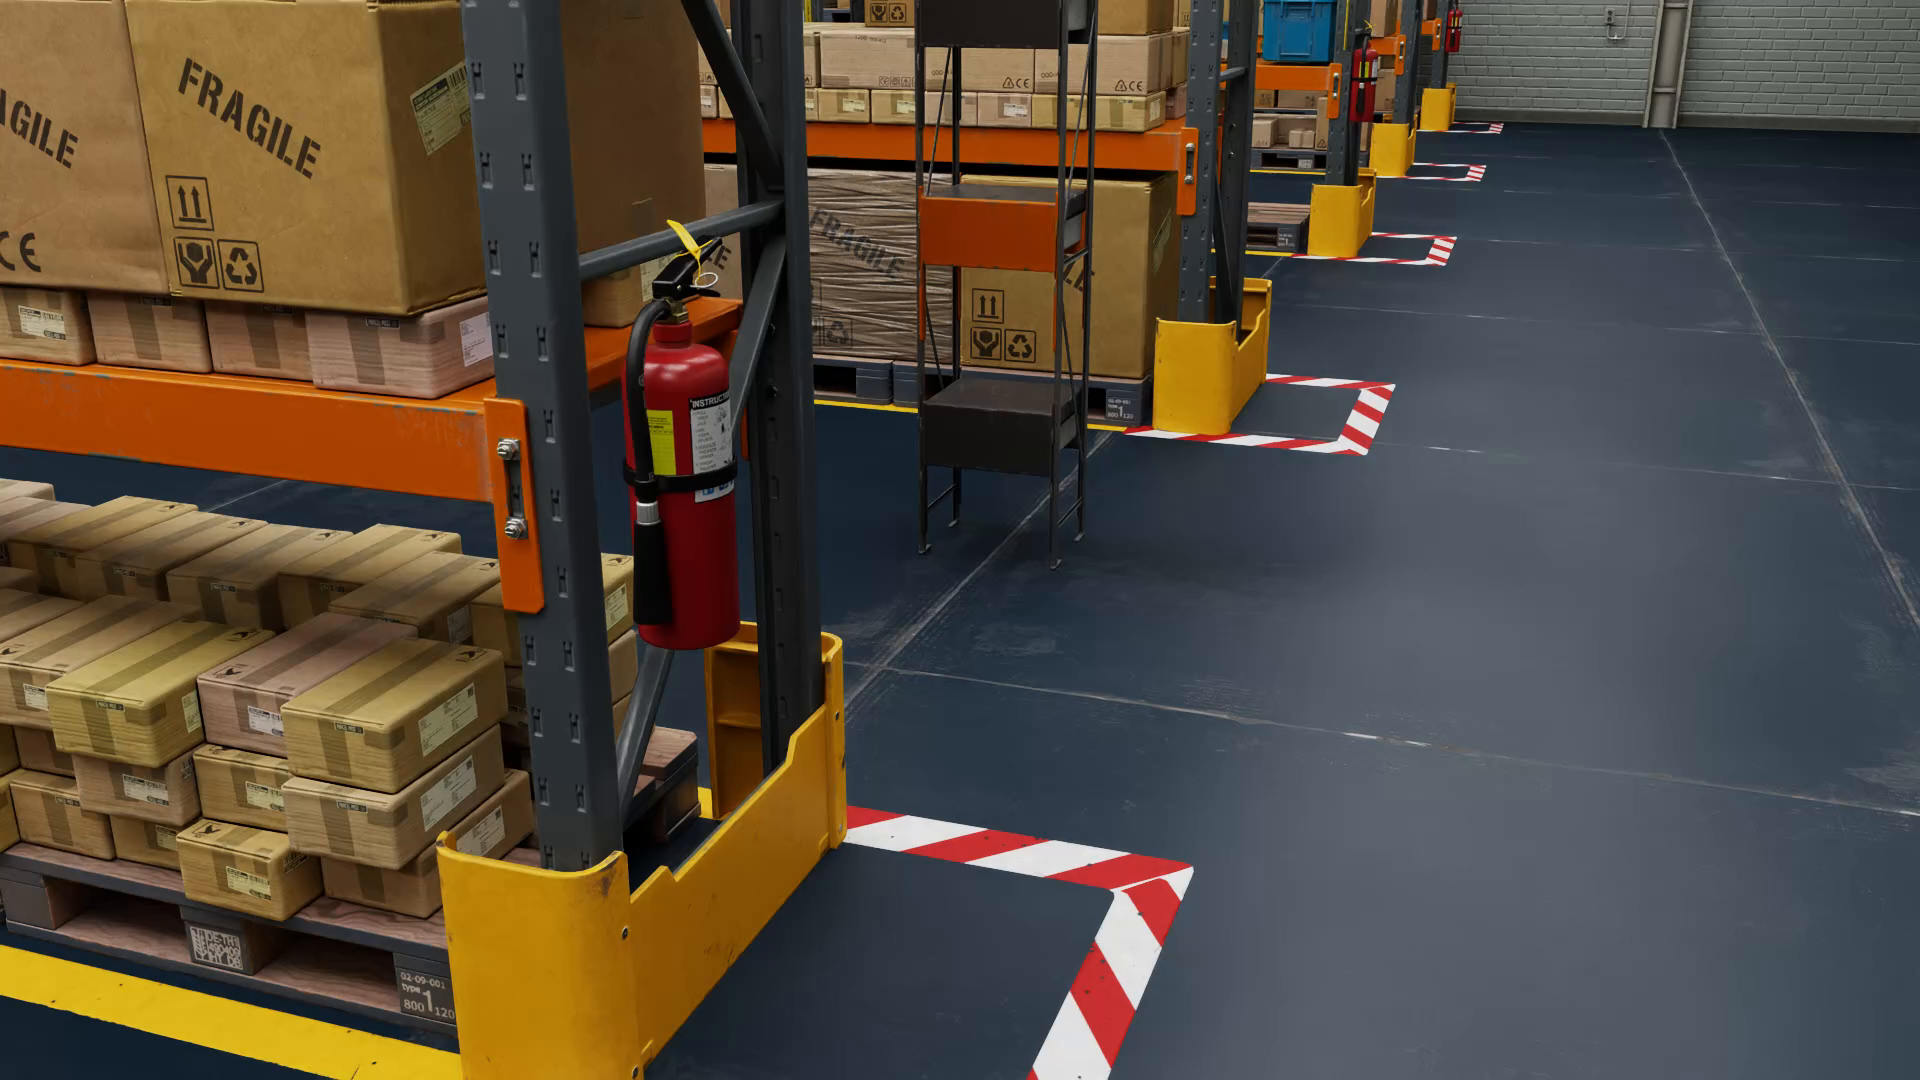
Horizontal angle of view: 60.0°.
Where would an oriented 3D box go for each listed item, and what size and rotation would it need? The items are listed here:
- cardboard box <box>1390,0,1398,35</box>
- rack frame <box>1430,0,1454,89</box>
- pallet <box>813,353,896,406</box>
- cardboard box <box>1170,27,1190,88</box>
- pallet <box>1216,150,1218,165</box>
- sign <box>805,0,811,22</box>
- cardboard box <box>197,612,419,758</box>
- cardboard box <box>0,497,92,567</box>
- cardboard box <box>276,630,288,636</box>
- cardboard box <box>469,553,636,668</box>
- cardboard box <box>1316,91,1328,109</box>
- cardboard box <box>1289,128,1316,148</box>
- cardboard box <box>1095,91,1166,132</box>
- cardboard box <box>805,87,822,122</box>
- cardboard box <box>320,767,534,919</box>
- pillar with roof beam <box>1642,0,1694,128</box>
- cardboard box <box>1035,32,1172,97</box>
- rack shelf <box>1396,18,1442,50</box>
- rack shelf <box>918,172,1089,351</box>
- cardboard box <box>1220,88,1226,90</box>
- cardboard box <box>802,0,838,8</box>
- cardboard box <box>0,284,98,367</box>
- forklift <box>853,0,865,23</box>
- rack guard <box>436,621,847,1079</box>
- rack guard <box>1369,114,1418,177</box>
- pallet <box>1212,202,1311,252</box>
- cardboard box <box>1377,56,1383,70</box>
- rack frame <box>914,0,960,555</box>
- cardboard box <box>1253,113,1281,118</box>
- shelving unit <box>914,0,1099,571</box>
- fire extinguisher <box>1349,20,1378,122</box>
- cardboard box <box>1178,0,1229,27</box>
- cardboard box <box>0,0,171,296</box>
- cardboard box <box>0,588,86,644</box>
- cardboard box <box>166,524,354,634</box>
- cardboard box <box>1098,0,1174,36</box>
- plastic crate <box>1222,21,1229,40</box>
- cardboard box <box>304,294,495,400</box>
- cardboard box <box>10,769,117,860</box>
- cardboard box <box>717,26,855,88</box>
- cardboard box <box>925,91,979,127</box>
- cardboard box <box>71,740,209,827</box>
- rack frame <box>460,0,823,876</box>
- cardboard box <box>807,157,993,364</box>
[{"bbox_3d":[4.106,-5.335,16.672,0.500,0.500,0.500,7,20,19],"label":"cardboard box"},{"bbox_3d":[6.061,-6.698,20.735,0.127,3.000,1.000,7,20,18],"label":"rack frame"},{"bbox_3d":[-0.745,-0.956,8.497,1.213,0.211,1.003,7,20,18],"label":"pallet"},{"bbox_3d":[0.820,-2.283,7.846,0.500,0.250,0.500,6,20,17],"label":"cardboard box"},{"bbox_3d":[2.465,-4.067,17.424,1.213,0.211,1.003,7,20,18],"label":"pallet"},{"bbox_3d":[-1.151,-4.010,12.602,0.005,0.325,0.100,7,20,18],"label":"sign"},{"bbox_3d":[-1.340,0.297,3.457,0.250,0.149,0.380,7,20,19],"label":"cardboard box"},{"bbox_3d":[-2.440,0.025,4.238,0.250,0.149,0.380,7,20,18],"label":"cardboard box"},{"bbox_3d":[-1.656,0.217,4.138,0.250,0.149,0.380,7,20,20],"label":"cardboard box"},{"bbox_3d":[-0.922,0.158,3.855,0.250,0.149,0.380,6,20,16],"label":"cardboard box"},{"bbox_3d":[4.894,-5.815,21.360,0.500,0.500,0.700,6,20,18],"label":"cardboard box"},{"bbox_3d":[3.492,-4.081,16.864,0.250,0.166,0.380,7,20,18],"label":"cardboard box"},{"bbox_3d":[0.740,-1.895,7.338,0.250,0.149,0.380,7,20,19],"label":"cardboard box"},{"bbox_3d":[-0.704,-2.061,7.812,0.250,0.149,0.380,7,20,19],"label":"cardboard box"},{"bbox_3d":[-1.104,0.609,3.465,0.250,0.149,0.380,7,20,19],"label":"cardboard box"},{"bbox_3d":[7.483,-8.170,15.843,0.400,9.000,9.100,7,20,18],"label":"pillar with roof beam"},{"bbox_3d":[0.640,-2.117,7.370,0.500,0.250,0.500,6,20,17],"label":"cardboard box"},{"bbox_3d":[4.172,-6.575,21.473,4.000,0.370,1.077,7,20,18],"label":"rack shelf"},{"bbox_3d":[0.156,-0.961,5.684,0.480,0.518,0.431,7,20,18],"label":"rack shelf"},{"bbox_3d":[3.429,-5.980,21.835,0.500,0.500,0.700,6,20,18],"label":"cardboard box"},{"bbox_3d":[-1.685,-6.076,18.161,0.500,0.500,0.700,11,22,28],"label":"cardboard box"},{"bbox_3d":[-1.652,-0.457,3.211,0.250,0.149,0.380,7,20,20],"label":"cardboard box"},{"bbox_3d":[-0.282,-3.162,10.694,1.130,2.935,3.031,-10,22,-27],"label":"forklift"},{"bbox_3d":[-0.610,0.625,3.522,0.348,0.500,1.175,7,20,18],"label":"rack guard"},{"bbox_3d":[4.367,-3.986,16.750,0.348,0.500,1.175,7,20,18],"label":"rack guard"},{"bbox_3d":[2.044,-2.402,12.647,1.213,0.211,1.003,7,20,18],"label":"pallet"},{"bbox_3d":[5.186,-6.024,20.976,0.250,0.149,0.380,6,20,17],"label":"cardboard box"},{"bbox_3d":[-0.074,-1.000,5.755,0.015,2.100,0.400,7,20,18],"label":"rack frame"},{"bbox_3d":[3.074,-4.322,17.427,0.500,0.250,0.500,7,20,18],"label":"cardboard box"},{"bbox_3d":[0.156,-0.974,5.679,0.503,2.100,0.431,7,20,18],"label":"shelving unit"},{"bbox_3d":[2.803,-3.248,11.520,0.183,0.674,0.296,7,20,18],"label":"fire extinguisher"},{"bbox_3d":[2.490,-5.334,16.668,0.500,0.500,0.500,6,20,17],"label":"cardboard box"},{"bbox_3d":[-1.532,-0.760,3.096,0.500,0.500,0.500,6,20,17],"label":"cardboard box"},{"bbox_3d":[-2.122,0.249,3.594,0.250,0.149,0.380,7,21,20],"label":"cardboard box"},{"bbox_3d":[-1.679,0.098,4.029,0.250,0.149,0.380,6,20,15],"label":"cardboard box"},{"bbox_3d":[0.638,-2.473,7.249,0.500,0.500,0.500,7,20,19],"label":"cardboard box"},{"bbox_3d":[2.063,-3.767,12.490,0.300,0.233,0.416,7,20,18],"label":"plastic crate"},{"bbox_3d":[-0.939,-0.375,2.978,0.250,0.149,0.380,7,20,18],"label":"cardboard box"},{"bbox_3d":[-1.839,0.535,3.678,0.250,0.149,0.380,7,20,19],"label":"cardboard box"},{"bbox_3d":[-0.813,-2.282,7.842,0.500,0.250,0.500,7,20,18],"label":"cardboard box"},{"bbox_3d":[0.021,-1.978,7.575,0.250,0.149,0.380,7,20,19],"label":"cardboard box"},{"bbox_3d":[-1.622,0.437,3.507,0.250,0.149,0.380,6,20,16],"label":"cardboard box"},{"bbox_3d":[-0.539,-0.547,3.088,0.127,3.000,1.000,7,20,18],"label":"rack frame"},{"bbox_3d":[-0.306,-1.416,8.170,0.875,0.875,0.875,7,20,18],"label":"cardboard box"}]
